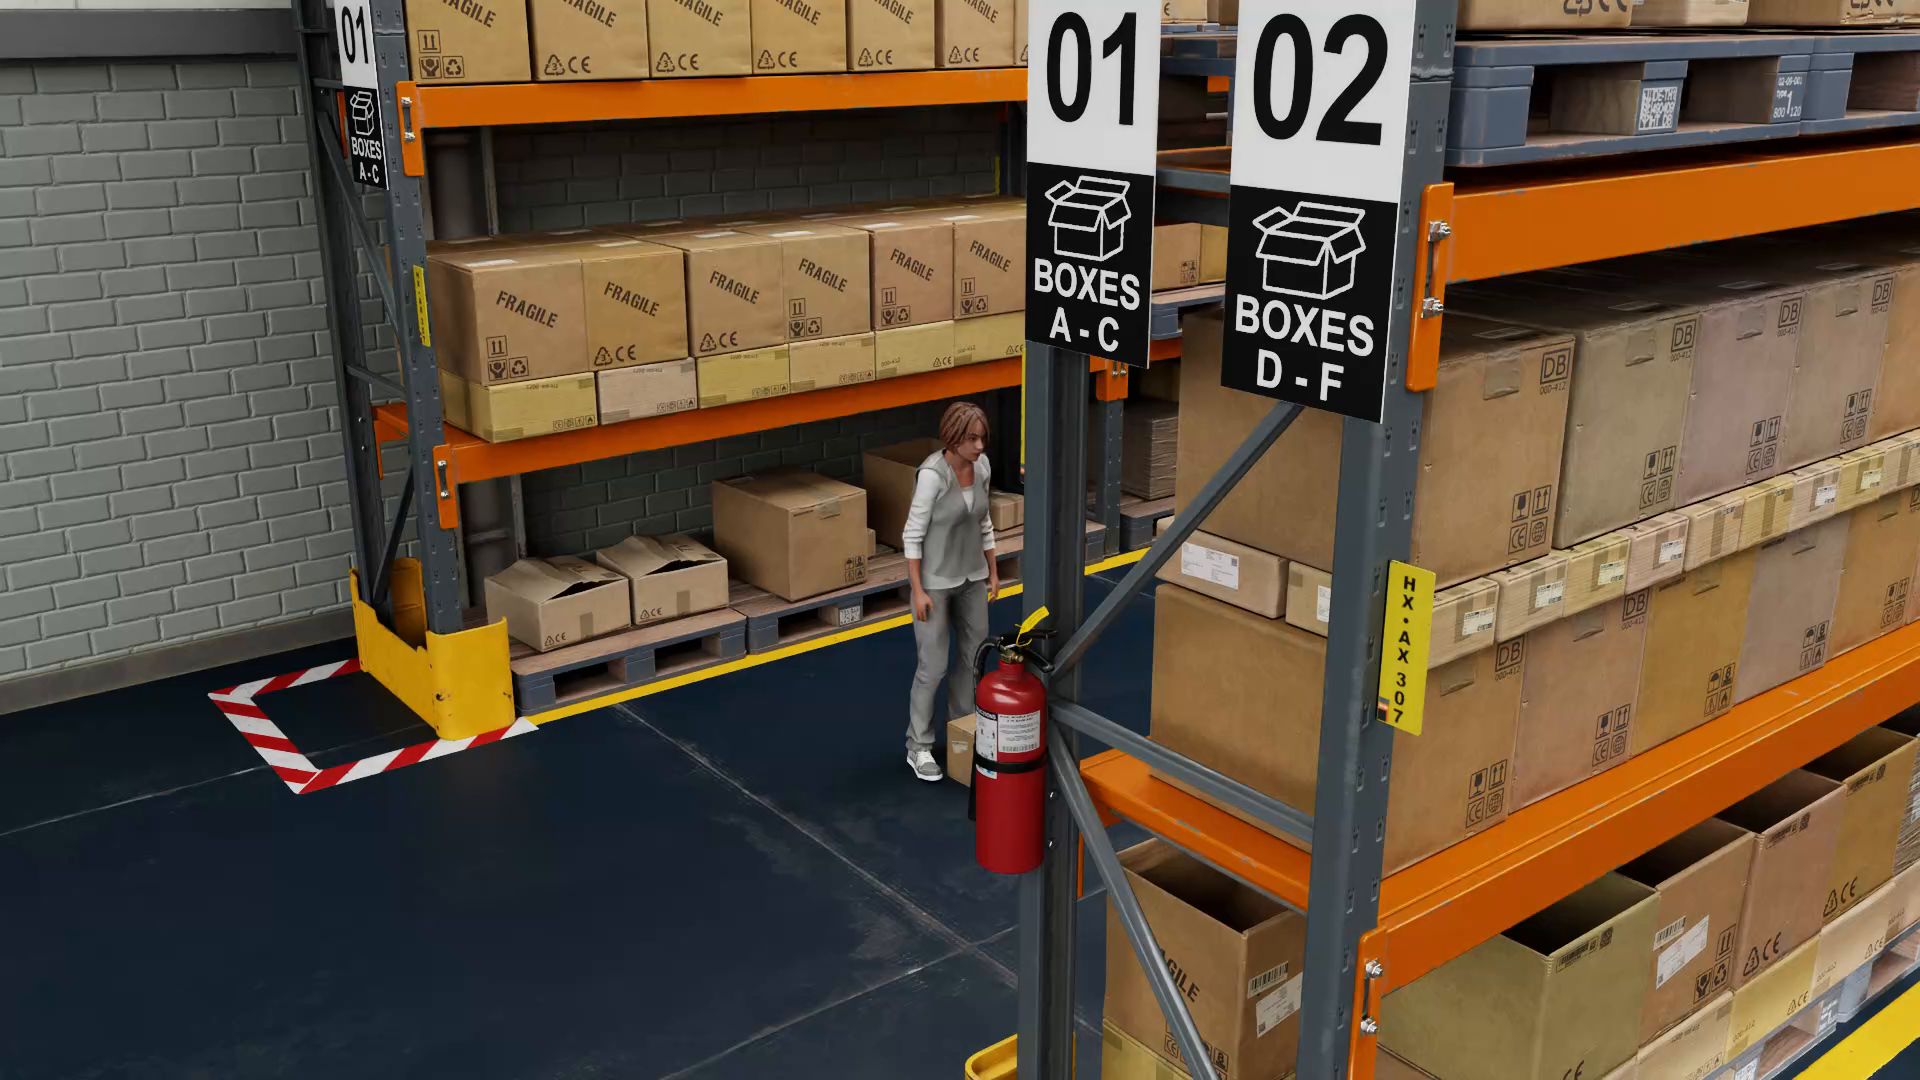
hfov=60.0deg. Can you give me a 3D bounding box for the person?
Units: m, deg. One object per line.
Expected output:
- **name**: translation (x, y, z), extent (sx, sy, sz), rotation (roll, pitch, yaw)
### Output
- **person**: translation (-0.034, 0.193, 6.975), extent (0.476, 1.593, 0.347), rotation (-14, 23, -38)
